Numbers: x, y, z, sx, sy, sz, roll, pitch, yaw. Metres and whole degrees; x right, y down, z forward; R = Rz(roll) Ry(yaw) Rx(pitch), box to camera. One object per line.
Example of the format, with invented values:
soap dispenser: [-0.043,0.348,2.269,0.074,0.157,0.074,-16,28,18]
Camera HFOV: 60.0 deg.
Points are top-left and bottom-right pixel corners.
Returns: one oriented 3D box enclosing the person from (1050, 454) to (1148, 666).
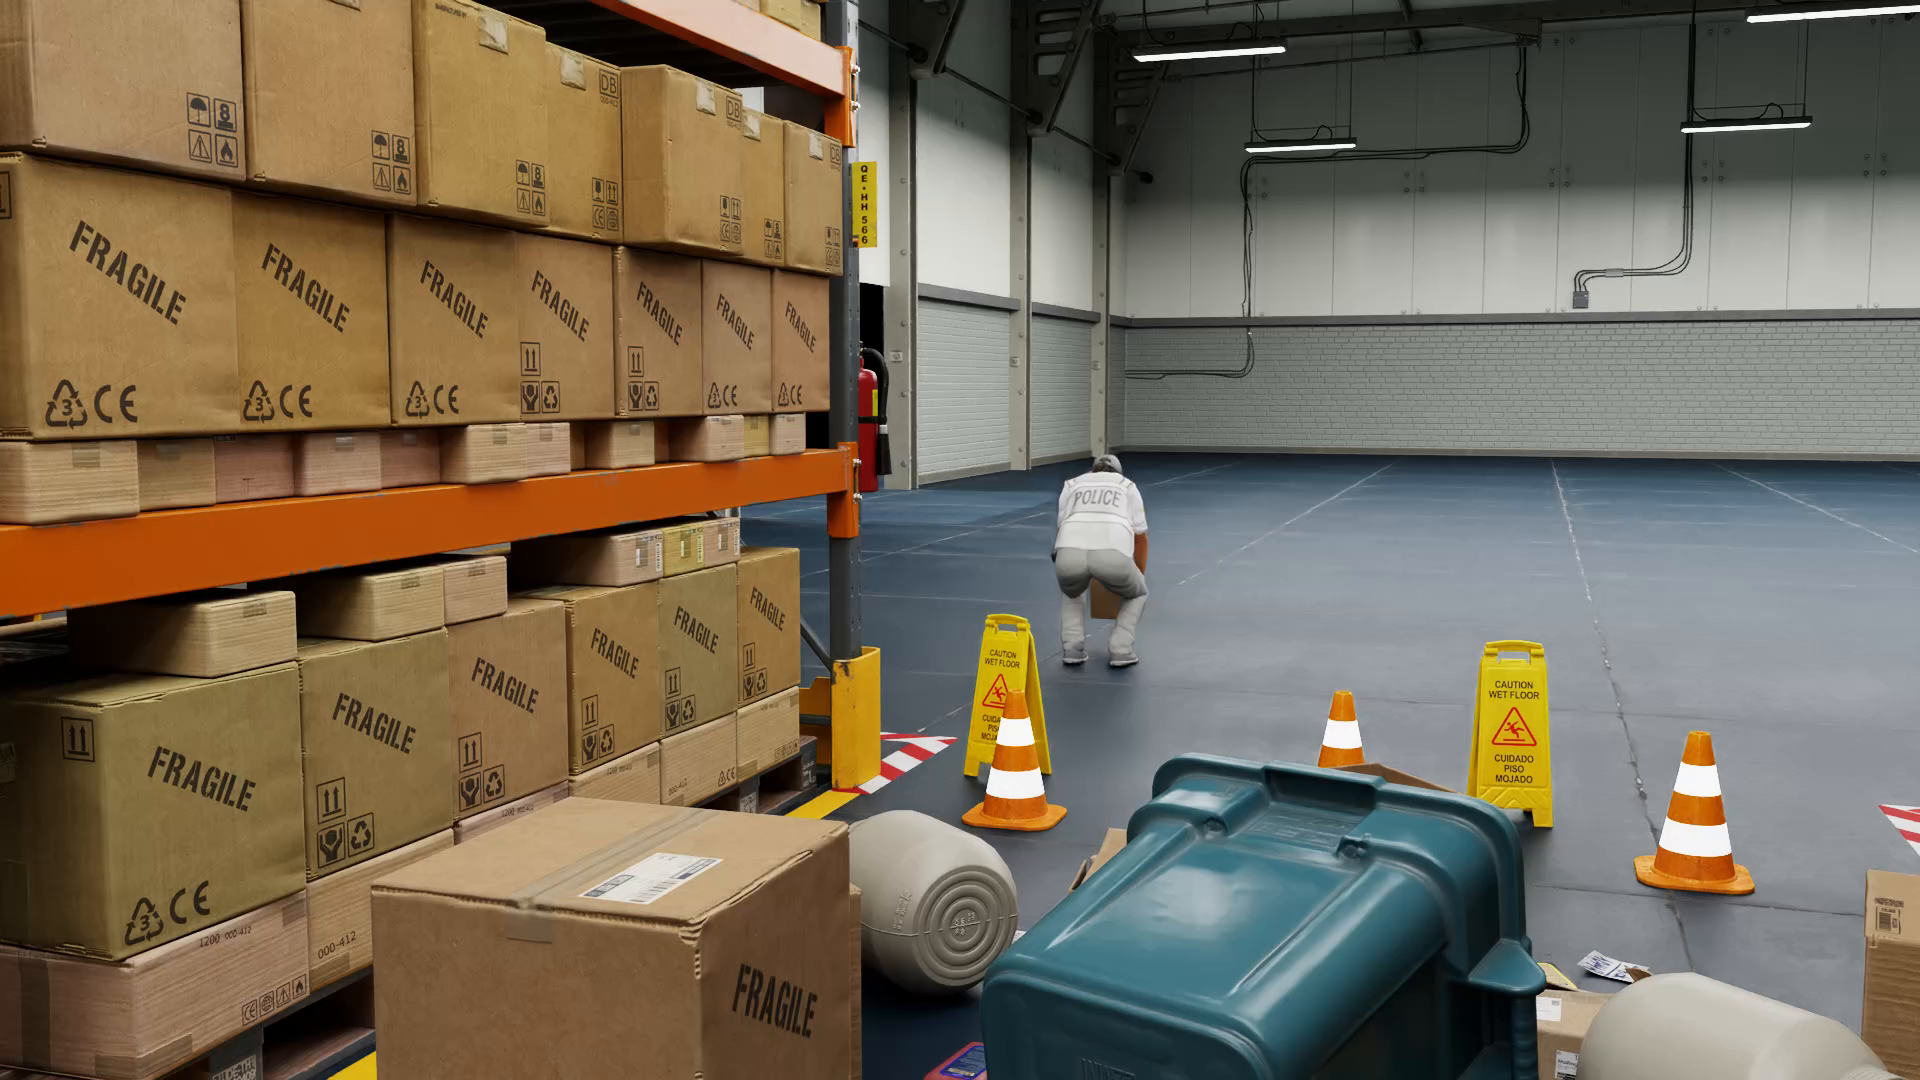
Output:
person: [0.771,0.109,9.332,0.541,1.158,0.817,2,6,19]
